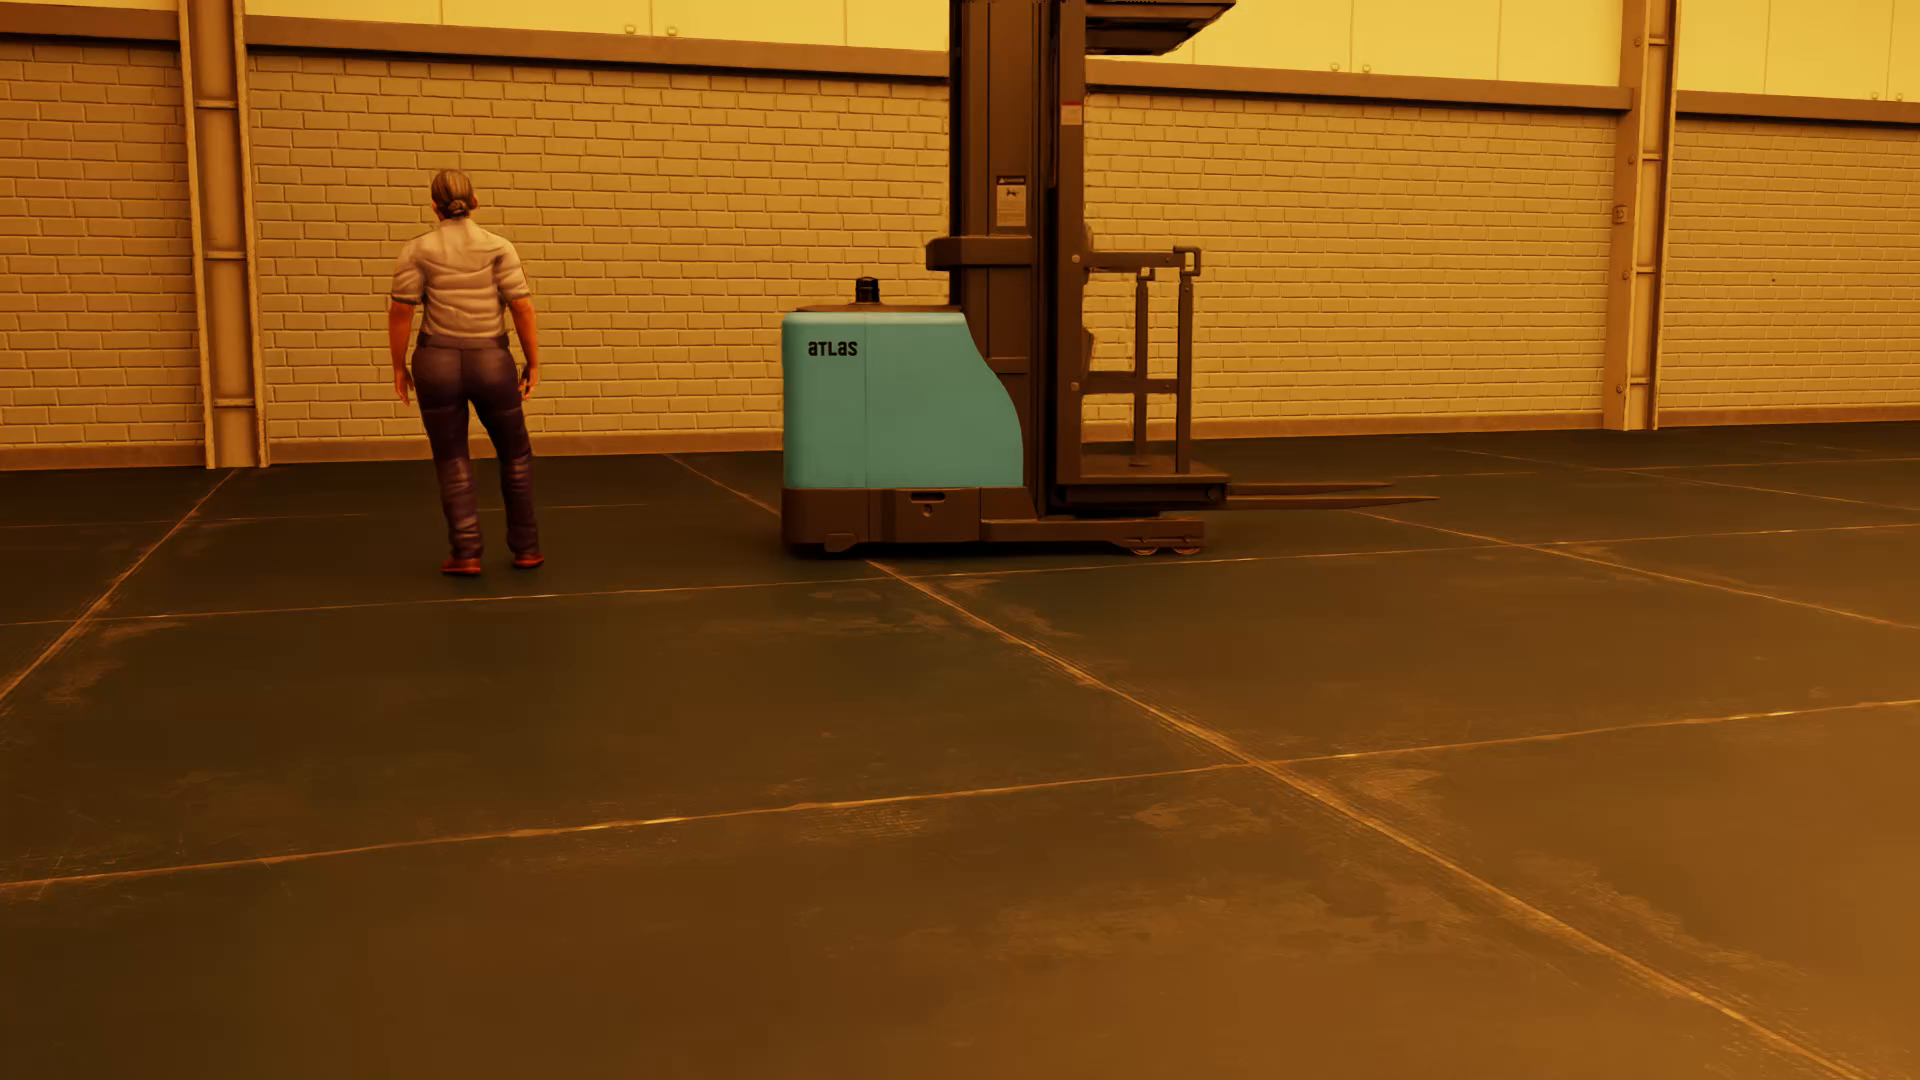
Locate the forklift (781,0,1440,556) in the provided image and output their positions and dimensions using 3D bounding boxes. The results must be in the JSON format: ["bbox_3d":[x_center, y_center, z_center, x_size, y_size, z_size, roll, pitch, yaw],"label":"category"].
[{"bbox_3d":[0.686,-1.452,7.726,3.031,2.935,1.130,-1,8,-5],"label":"forklift"}]

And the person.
[{"bbox_3d":[-2.040,-0.682,6.888,0.578,1.647,0.543,-2,8,-13],"label":"person"}]
